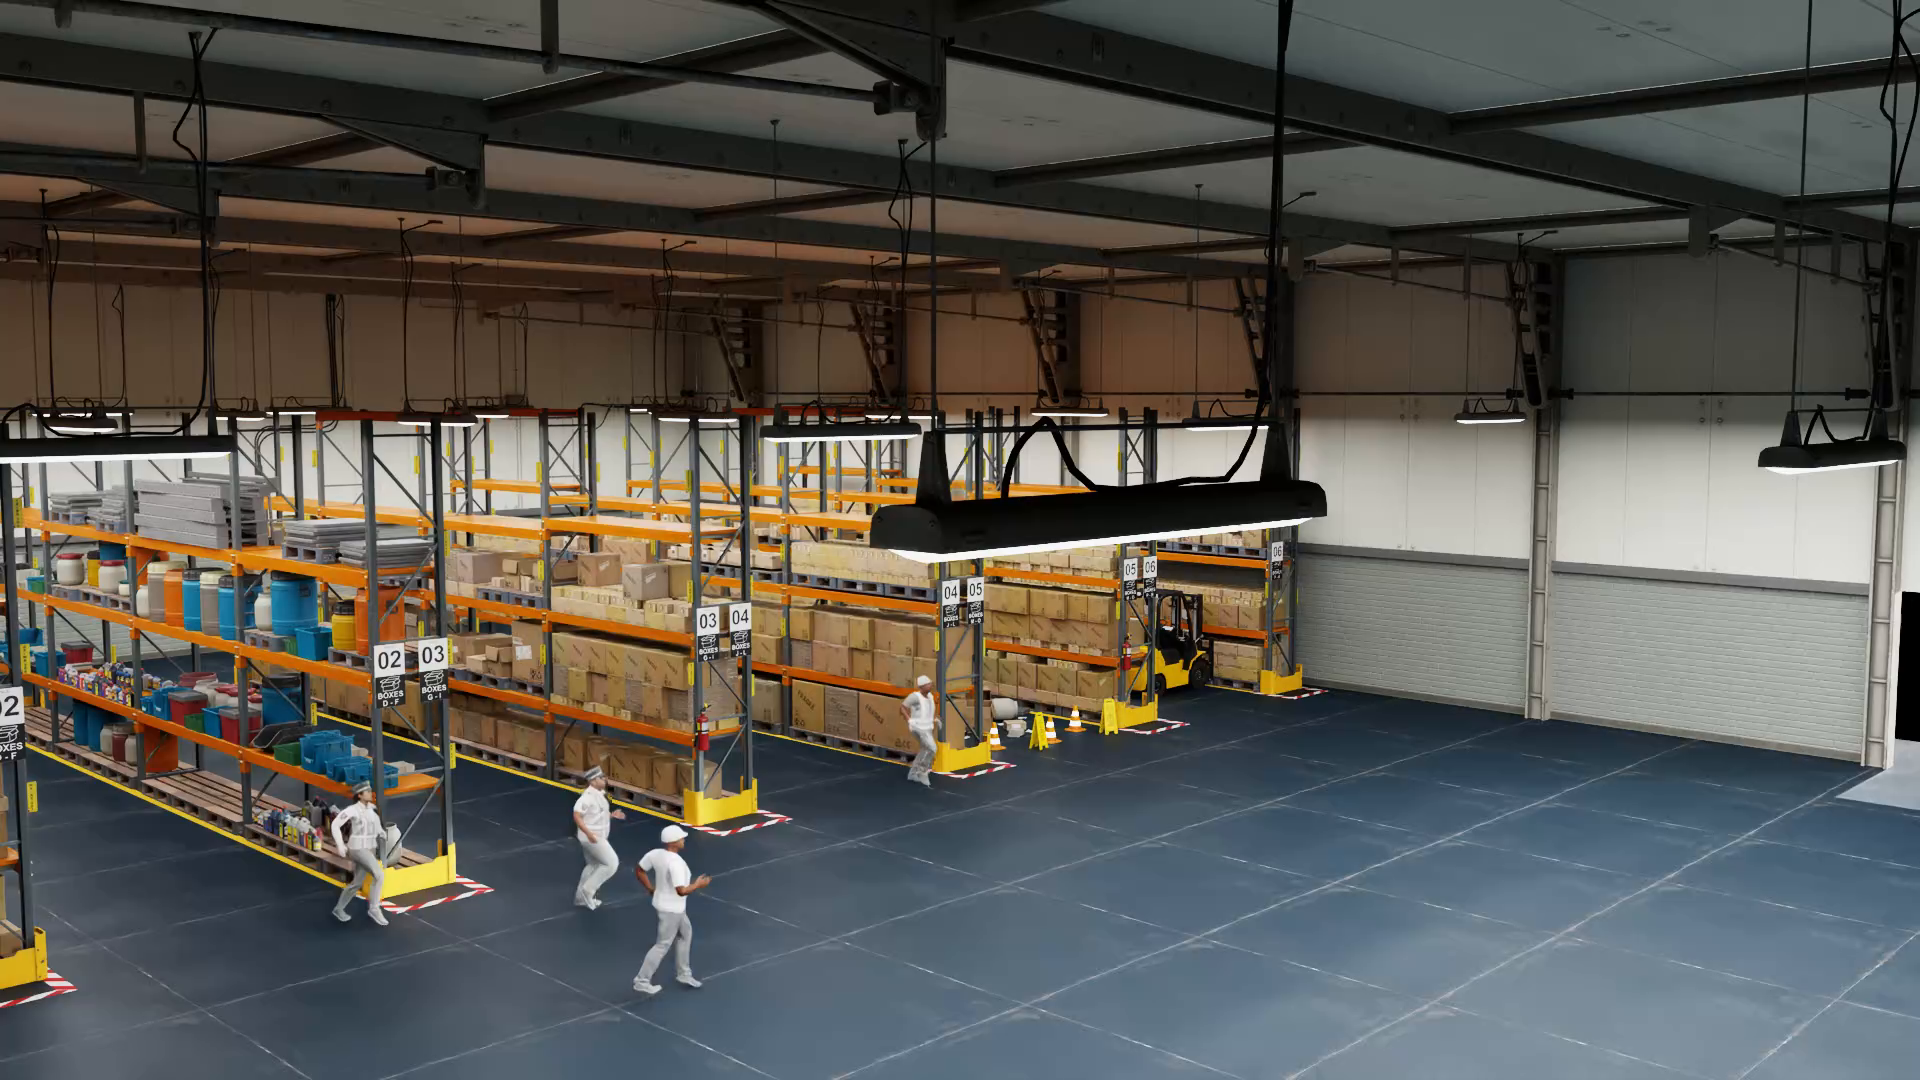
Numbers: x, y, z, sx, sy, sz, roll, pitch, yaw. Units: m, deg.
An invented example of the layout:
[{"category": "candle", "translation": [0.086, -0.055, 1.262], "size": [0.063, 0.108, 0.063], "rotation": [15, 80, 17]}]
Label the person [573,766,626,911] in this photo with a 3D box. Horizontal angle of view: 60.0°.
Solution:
[{"category": "person", "translation": [-4.441, 3.644, 20.469], "size": [0.647, 1.768, 0.638], "rotation": [-1, 5, -11]}]

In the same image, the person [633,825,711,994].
[{"category": "person", "translation": [-3.050, 3.901, 17.475], "size": [0.841, 1.815, 0.635], "rotation": [-2, 6, -26]}]

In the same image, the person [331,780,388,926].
[{"category": "person", "translation": [-7.130, 3.725, 19.934], "size": [0.736, 1.685, 0.598], "rotation": [1, 5, 10]}]

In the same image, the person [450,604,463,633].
[{"category": "person", "translation": [-12.243, 1.943, 40.420], "size": [0.851, 1.634, 0.668], "rotation": [-2, 5, -19]}]

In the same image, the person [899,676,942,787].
[{"category": "person", "translation": [-0.584, 3.075, 26.876], "size": [0.639, 1.773, 0.699], "rotation": [3, 6, 31]}]
